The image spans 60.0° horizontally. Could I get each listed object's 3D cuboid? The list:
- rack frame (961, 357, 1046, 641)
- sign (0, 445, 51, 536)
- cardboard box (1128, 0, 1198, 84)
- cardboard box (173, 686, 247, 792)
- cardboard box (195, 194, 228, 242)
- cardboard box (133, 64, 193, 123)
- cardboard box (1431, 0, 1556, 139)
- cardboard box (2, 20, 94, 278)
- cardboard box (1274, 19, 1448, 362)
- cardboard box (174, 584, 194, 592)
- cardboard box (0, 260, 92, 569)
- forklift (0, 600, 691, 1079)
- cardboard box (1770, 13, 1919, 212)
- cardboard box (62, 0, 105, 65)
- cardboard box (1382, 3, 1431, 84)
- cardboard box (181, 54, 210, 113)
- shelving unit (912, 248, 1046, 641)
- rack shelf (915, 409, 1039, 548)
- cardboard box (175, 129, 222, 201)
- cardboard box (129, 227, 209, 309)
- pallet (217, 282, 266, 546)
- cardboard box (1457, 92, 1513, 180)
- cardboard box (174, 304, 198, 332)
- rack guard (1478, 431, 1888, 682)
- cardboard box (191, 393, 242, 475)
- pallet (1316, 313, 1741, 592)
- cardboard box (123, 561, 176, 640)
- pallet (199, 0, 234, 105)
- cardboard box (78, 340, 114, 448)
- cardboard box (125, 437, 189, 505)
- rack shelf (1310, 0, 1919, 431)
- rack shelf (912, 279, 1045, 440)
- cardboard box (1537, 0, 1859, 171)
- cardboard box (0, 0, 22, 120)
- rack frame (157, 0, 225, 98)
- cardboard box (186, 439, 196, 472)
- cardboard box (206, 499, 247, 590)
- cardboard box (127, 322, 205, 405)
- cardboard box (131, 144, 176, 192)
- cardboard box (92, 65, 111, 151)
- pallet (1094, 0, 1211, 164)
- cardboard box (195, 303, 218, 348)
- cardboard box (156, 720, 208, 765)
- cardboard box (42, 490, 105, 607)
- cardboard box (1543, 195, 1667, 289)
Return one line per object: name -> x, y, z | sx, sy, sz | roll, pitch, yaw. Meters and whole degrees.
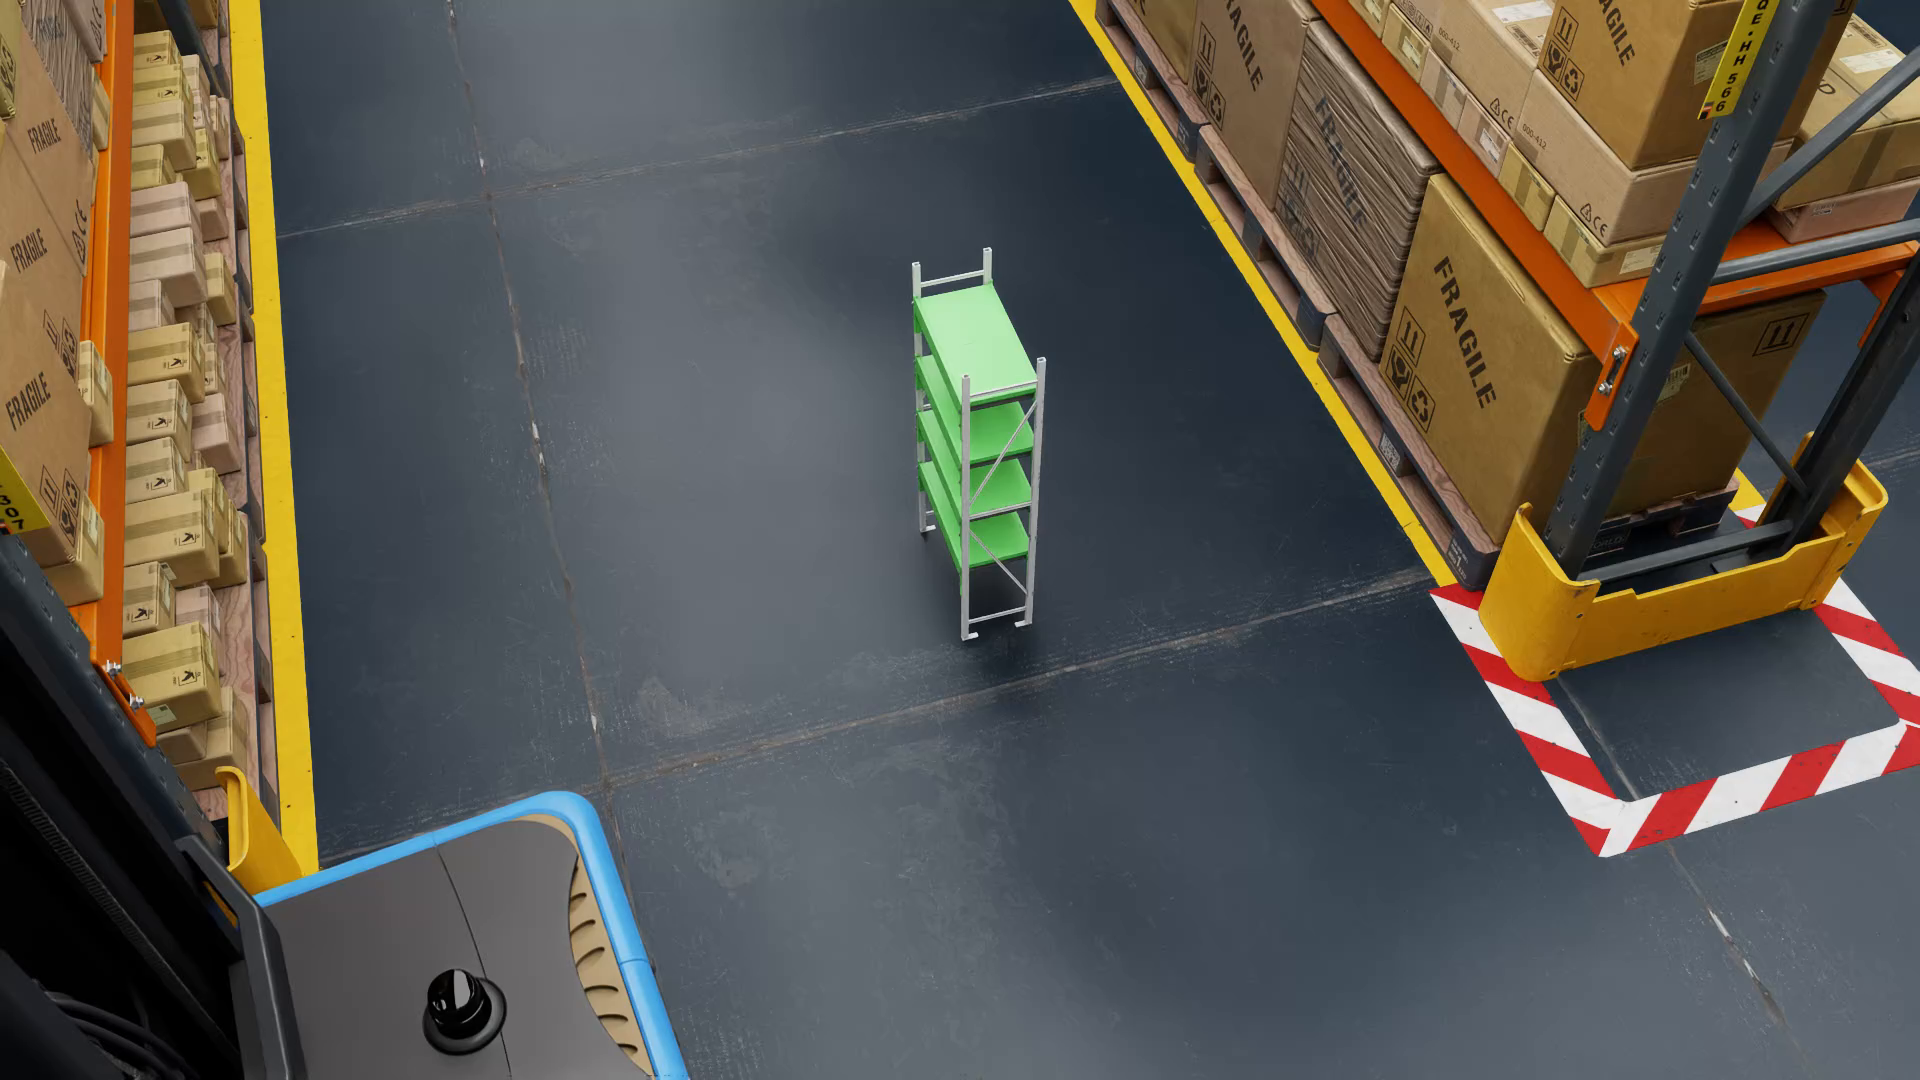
rack frame -> 0.121, -0.088, 5.039 | 0.240, 1.200, 0.015 | -13, 51, -11
sign -> -1.939, -0.124, 3.327 | 0.100, 0.325, 0.005 | -13, 51, -11
cardboard box -> 1.247, -2.642, 7.130 | 0.875, 0.875, 0.875 | -13, 51, -11
cardboard box -> -2.306, 0.606, 4.867 | 0.380, 0.149, 0.250 | -12, 51, -10
cardboard box -> -3.062, -1.264, 6.444 | 0.380, 0.149, 0.250 | -15, 51, -12
cardboard box -> -3.173, -1.673, 6.400 | 0.380, 0.149, 0.250 | -13, 51, -11
cardboard box -> 1.765, -1.482, 4.941 | 0.500, 0.250, 0.500 | -14, 51, -12
cardboard box -> -2.642, -0.987, 4.360 | 0.500, 0.500, 0.500 | -13, 51, -10
cardboard box -> 1.776, -1.335, 6.028 | 0.875, 0.875, 0.875 | -13, 51, -11
cardboard box -> -2.551, 0.153, 5.055 | 0.380, 0.149, 0.250 | -13, 51, -11
cardboard box -> -2.326, -0.241, 3.731 | 0.500, 0.500, 0.500 | -11, 51, -9
forklift -> -2.052, 1.106, 2.900 | 3.031, 2.935, 1.130 | -19, 52, -15
cardboard box -> 2.427, -1.229, 4.728 | 0.500, 0.250, 0.500 | -15, 51, -12
cardboard box -> -2.929, -1.740, 4.995 | 0.500, 0.500, 0.500 | -14, 51, -11
cardboard box -> 1.587, -1.620, 5.318 | 0.380, 0.149, 0.250 | -14, 51, -12
cardboard box -> -3.243, -1.798, 6.699 | 0.380, 0.149, 0.250 | -12, 51, -10
shelving unit -> 0.049, -0.266, 5.189 | 0.258, 1.200, 0.503 | -13, 51, -11
rack shelf -> 0.049, -0.225, 5.238 | 0.258, 0.148, 0.480 | -13, 51, -11
cardboard box -> -3.055, -1.412, 6.373 | 0.380, 0.149, 0.250 | -15, 51, -12
cardboard box -> -2.830, -0.915, 5.760 | 0.380, 0.149, 0.250 | -15, 51, -12
pallet -> -3.043, -0.370, 5.924 | 1.003, 0.211, 1.213 | -13, 51, -11
cardboard box -> 1.739, -1.249, 5.005 | 0.380, 0.149, 0.250 | -13, 51, -11
cardboard box -> -2.921, -0.824, 5.878 | 0.380, 0.149, 0.250 | -16, 52, -13
rack guard -> 2.318, 0.053, 5.378 | 1.175, 0.500, 0.348 | -13, 51, -11
cardboard box -> -2.670, -0.324, 5.651 | 0.380, 0.149, 0.250 | -16, 52, -13
pallet -> 2.000, -0.438, 5.981 | 1.003, 0.211, 1.213 | -13, 51, -11
cardboard box -> -2.484, 0.236, 4.790 | 0.380, 0.149, 0.250 | -12, 51, -10
pallet -> -3.872, -2.313, 7.562 | 1.003, 0.211, 1.213 | -13, 51, -11
cardboard box -> -2.383, -0.337, 4.237 | 0.380, 0.149, 0.250 | -15, 51, -12
cardboard box -> -2.589, -0.140, 5.107 | 0.380, 0.149, 0.250 | -16, 52, -13
rack shelf -> 1.719, -1.999, 5.944 | 1.077, 0.370, 4.000 | -13, 51, -11
rack shelf -> 0.049, -0.534, 4.871 | 0.258, 0.148, 0.480 | -13, 51, -11
cardboard box -> 1.916, -1.356, 4.344 | 0.500, 0.500, 0.500 | -13, 51, -11
cardboard box -> -2.624, -1.313, 3.981 | 0.500, 0.500, 0.500 | -14, 51, -12
rack frame -> -3.640, -2.644, 6.017 | 1.000, 3.000, 0.127 | -13, 51, -11
cardboard box -> -2.692, -0.231, 5.378 | 0.380, 0.149, 0.250 | -16, 52, -13
cardboard box -> -2.513, 0.042, 5.343 | 0.380, 0.149, 0.250 | -13, 51, -11
cardboard box -> -2.696, -0.547, 5.450 | 0.380, 0.149, 0.250 | -13, 51, -10
cardboard box -> -3.090, -1.286, 6.073 | 0.380, 0.149, 0.250 | -12, 51, -10
cardboard box -> -2.801, -1.282, 5.033 | 0.380, 0.149, 0.250 | -12, 51, -10
pallet -> 1.278, -2.220, 7.483 | 1.003, 0.211, 1.213 | -13, 51, -11
cardboard box -> -2.880, -0.689, 5.959 | 0.380, 0.149, 0.250 | -12, 51, -10
cardboard box -> -2.367, 0.524, 4.741 | 0.380, 0.149, 0.250 | -11, 51, -9
cardboard box -> -2.240, 0.048, 3.912 | 0.380, 0.149, 0.250 | -14, 51, -11
cardboard box -> 1.891, -0.875, 4.690 | 0.380, 0.149, 0.250 | -12, 51, -10
